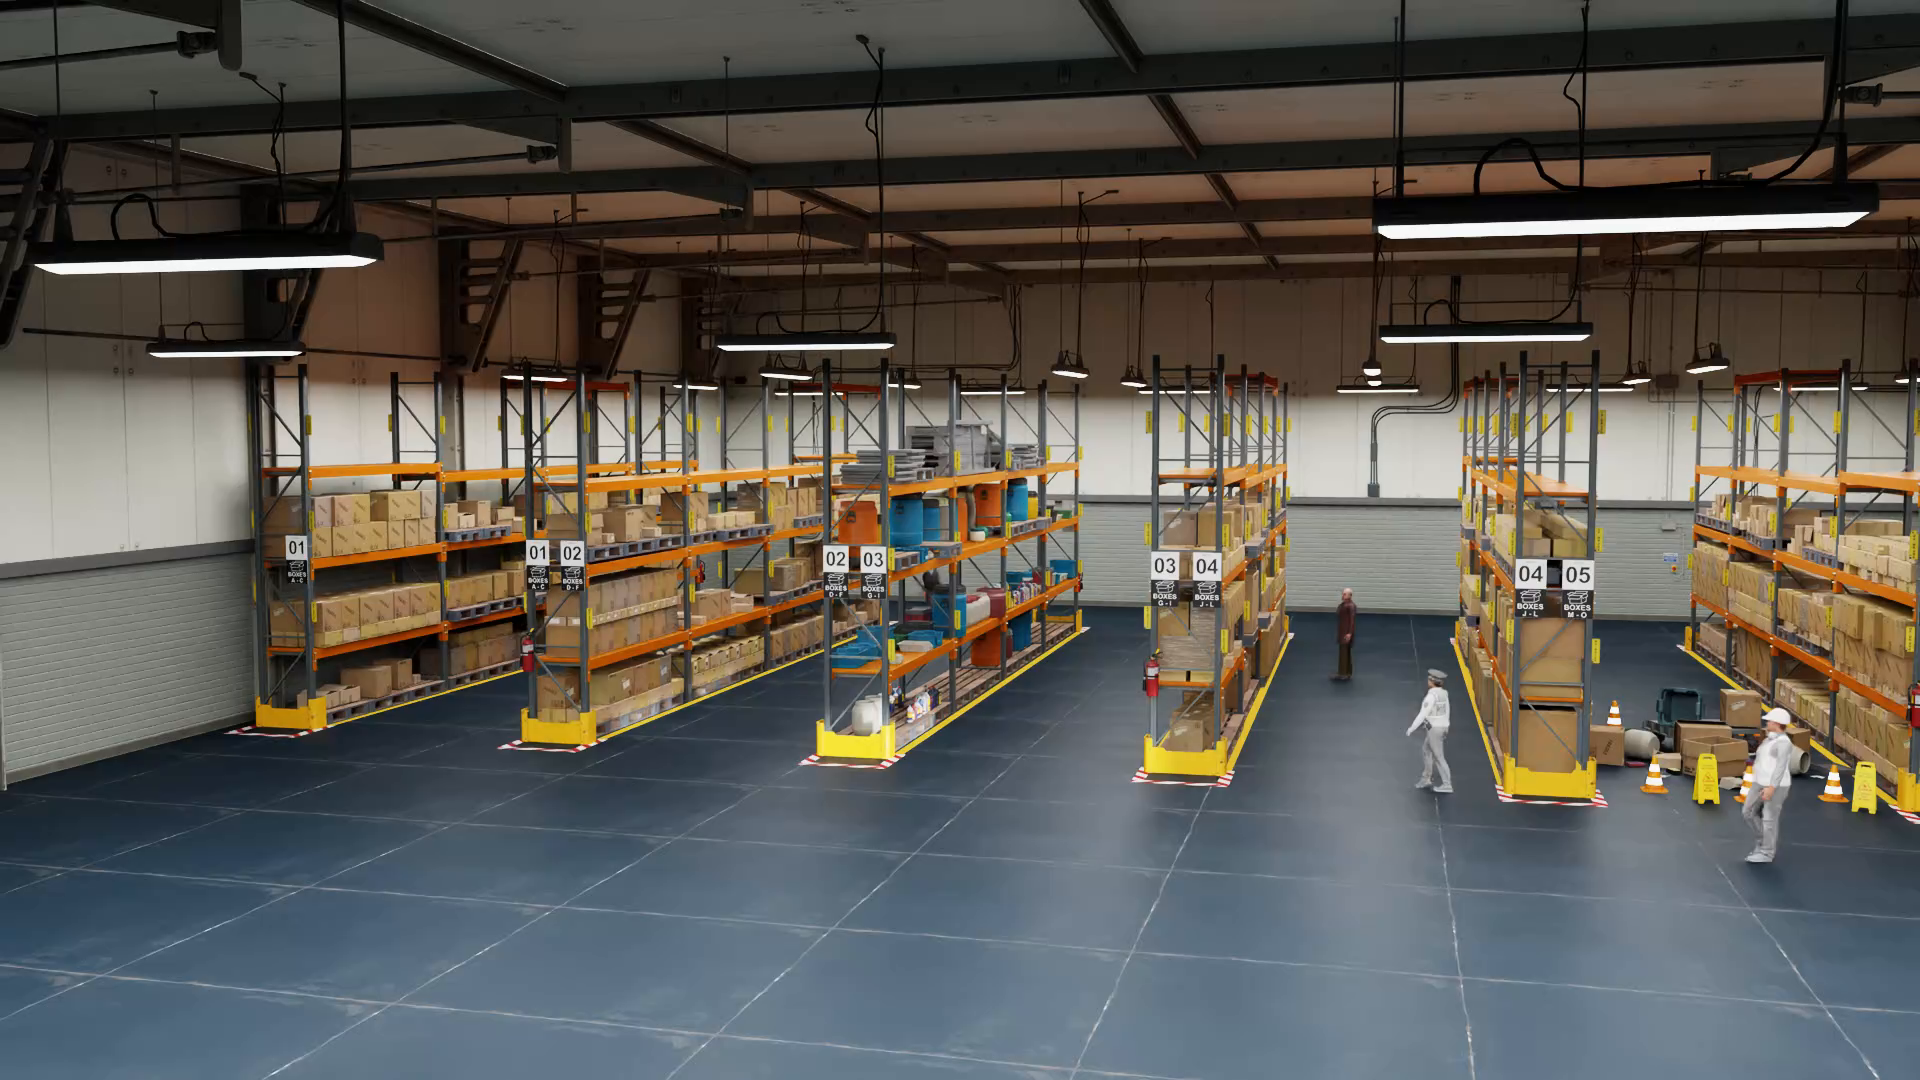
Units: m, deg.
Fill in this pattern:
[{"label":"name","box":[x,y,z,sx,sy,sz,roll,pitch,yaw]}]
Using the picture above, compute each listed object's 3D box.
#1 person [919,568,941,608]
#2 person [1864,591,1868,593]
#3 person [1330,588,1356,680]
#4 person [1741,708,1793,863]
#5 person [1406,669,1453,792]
[{"label":"person","box":[-0.690,1.279,41.482,0.612,1.702,0.492,-1,4,-20]},{"label":"person","box":[18.847,1.689,34.973,0.777,1.772,0.640,2,5,31]},{"label":"person","box":[7.574,1.845,32.899,0.485,1.779,0.601,1,4,11]},{"label":"person","box":[9.267,2.823,19.064,0.508,1.802,0.558,-1,4,-8]},{"label":"person","box":[6.479,2.618,22.748,0.681,1.715,0.553,4,5,44]}]
